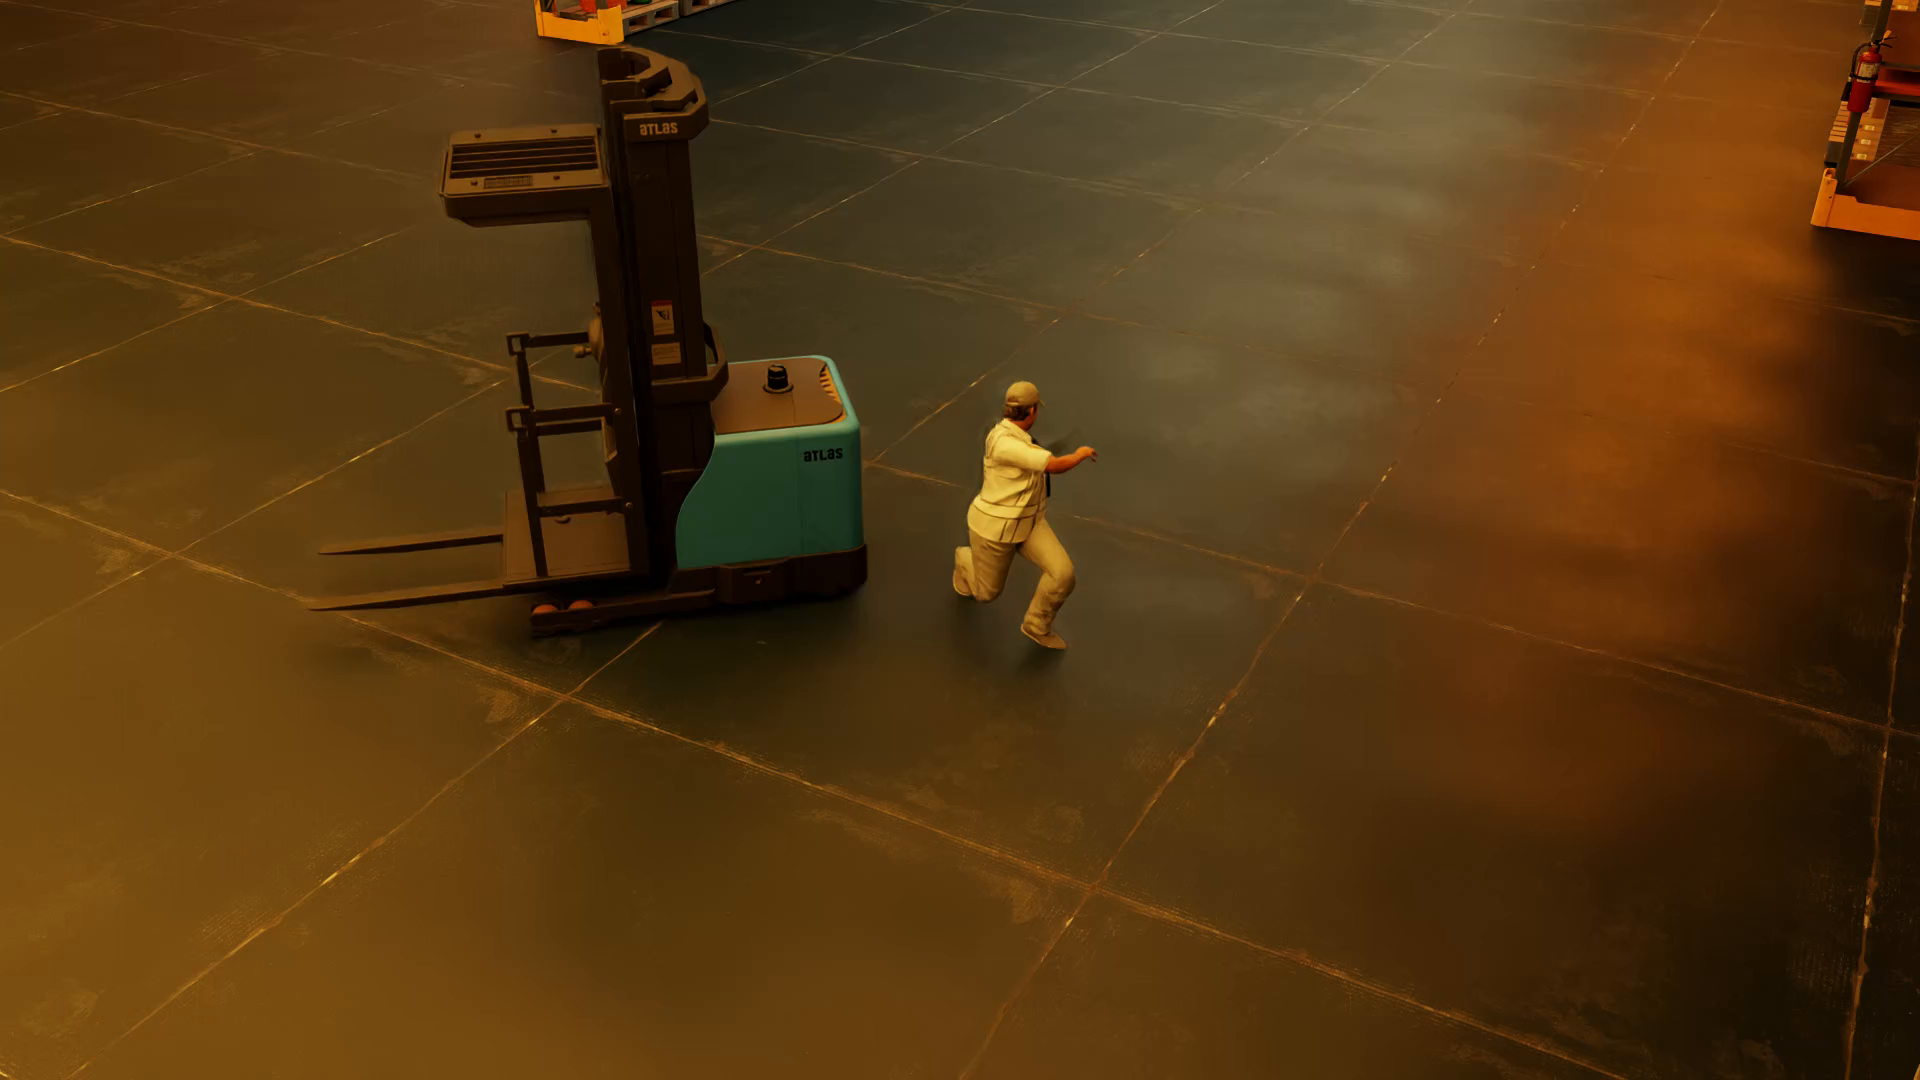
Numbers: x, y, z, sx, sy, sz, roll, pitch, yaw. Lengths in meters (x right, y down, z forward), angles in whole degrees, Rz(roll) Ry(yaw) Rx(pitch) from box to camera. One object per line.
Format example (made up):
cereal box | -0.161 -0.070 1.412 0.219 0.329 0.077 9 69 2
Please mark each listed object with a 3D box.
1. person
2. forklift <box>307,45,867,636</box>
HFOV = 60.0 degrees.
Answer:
person | 0.320 -0.178 8.979 0.928 1.440 0.699 24 38 35
forklift | -2.101 -1.037 8.868 3.031 2.935 1.130 -7 31 -11
